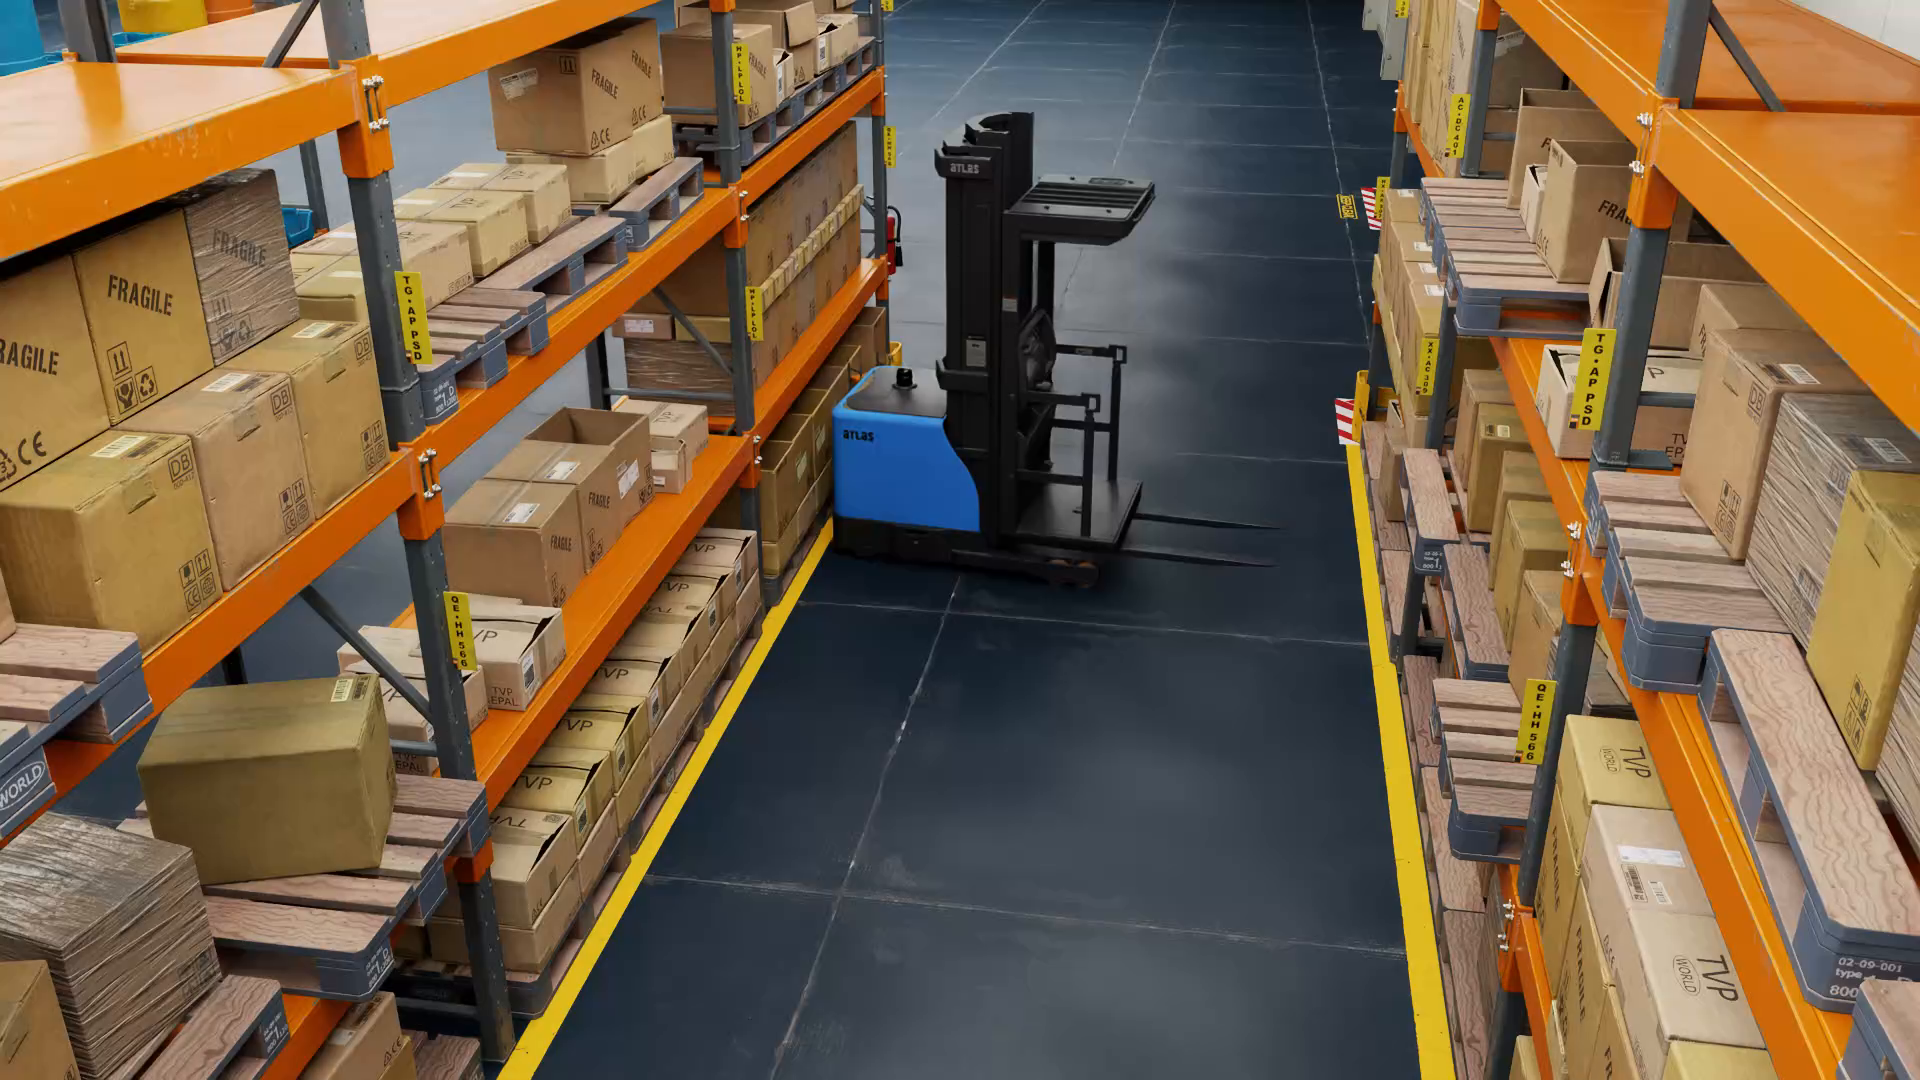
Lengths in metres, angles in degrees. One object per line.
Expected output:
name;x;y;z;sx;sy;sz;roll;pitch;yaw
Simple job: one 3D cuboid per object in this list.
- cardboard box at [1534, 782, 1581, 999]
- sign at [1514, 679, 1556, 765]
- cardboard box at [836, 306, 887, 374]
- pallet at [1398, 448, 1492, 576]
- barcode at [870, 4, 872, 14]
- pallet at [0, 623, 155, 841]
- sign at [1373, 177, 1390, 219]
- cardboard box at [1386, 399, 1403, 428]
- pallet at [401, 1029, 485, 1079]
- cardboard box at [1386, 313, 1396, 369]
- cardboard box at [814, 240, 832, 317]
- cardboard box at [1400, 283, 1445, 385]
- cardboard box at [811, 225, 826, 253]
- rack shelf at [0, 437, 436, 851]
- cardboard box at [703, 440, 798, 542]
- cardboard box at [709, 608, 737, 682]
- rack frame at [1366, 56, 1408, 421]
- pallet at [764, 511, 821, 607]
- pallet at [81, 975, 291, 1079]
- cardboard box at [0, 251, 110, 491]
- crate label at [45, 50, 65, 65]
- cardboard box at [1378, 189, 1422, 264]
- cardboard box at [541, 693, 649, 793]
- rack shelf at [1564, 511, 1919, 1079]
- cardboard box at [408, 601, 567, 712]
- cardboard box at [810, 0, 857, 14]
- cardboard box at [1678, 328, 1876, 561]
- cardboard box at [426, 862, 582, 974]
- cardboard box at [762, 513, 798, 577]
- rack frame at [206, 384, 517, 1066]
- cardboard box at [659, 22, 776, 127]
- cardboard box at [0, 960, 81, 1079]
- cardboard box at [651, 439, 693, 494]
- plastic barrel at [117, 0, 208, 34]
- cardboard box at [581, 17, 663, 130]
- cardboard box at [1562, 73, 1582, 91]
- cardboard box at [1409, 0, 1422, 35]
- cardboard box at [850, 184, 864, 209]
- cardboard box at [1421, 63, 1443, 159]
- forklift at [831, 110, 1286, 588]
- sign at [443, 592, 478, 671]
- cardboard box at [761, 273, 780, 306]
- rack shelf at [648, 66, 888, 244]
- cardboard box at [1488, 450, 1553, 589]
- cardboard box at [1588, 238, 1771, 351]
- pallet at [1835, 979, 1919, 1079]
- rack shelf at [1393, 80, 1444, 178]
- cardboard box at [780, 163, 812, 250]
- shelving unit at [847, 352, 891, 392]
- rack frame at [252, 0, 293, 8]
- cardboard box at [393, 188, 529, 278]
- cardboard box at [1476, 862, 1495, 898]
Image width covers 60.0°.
cardboard box;2.152;1.135;5.294;0.500;0.500;0.500;5;26;10
sign;1.947;0.617;5.622;0.100;0.325;0.005;4;25;9
cardboard box;-0.890;-1.588;13.469;0.500;0.500;0.500;4;25;9
pallet;2.869;-0.138;8.732;1.003;0.211;1.213;4;25;9
barcode;-0.670;-4.011;12.557;0.001;0.075;0.075;4;25;9
pallet;-2.715;0.495;3.838;1.213;0.211;1.003;4;25;9
sign;3.256;-2.637;12.824;0.100;0.325;0.005;4;25;9
cardboard box;3.590;-0.906;12.799;0.500;0.311;0.500;1;25;3
pallet;-2.563;2.370;6.439;1.003;0.211;1.213;4;25;9
cardboard box;3.154;-1.324;11.194;0.500;0.250;0.500;4;25;9
cardboard box;-1.353;-1.972;12.308;0.700;0.500;0.500;4;25;9
cardboard box;2.986;-1.243;10.137;0.500;0.500;0.500;4;25;8
cardboard box;-1.181;-2.173;11.971;0.380;0.149;0.250;5;25;10
rack shelf;-2.731;0.601;4.238;1.077;0.370;4.000;4;25;9
cardboard box;-1.365;-0.333;10.786;0.500;0.500;0.500;4;25;9
cardboard box;-1.616;0.584;9.712;0.500;0.250;0.500;4;25;8
rack frame;3.791;-2.207;12.927;1.000;3.000;0.127;4;25;9
pallet;-1.579;0.057;11.378;1.003;0.211;1.213;4;25;9
pallet;-2.717;1.698;4.811;1.003;0.211;1.213;4;25;9
cardboard box;-2.648;-0.451;4.340;0.500;0.500;0.500;4;25;9
crate label;-6.614;-3.425;12.166;0.502;0.251;0.408;4;25;9
cardboard box;3.417;-2.309;12.414;0.500;0.500;0.500;4;25;9
cardboard box;-1.865;0.966;8.234;0.500;0.311;0.500;3;25;7
rack shelf;2.157;0.942;3.509;1.077;0.370;4.000;4;25;9
cardboard box;-2.067;0.477;7.298;0.500;0.311;0.500;4;25;8
cardboard box;-1.194;-3.968;12.368;0.797;0.503;0.637;6;26;12
cardboard box;2.463;-0.261;4.595;0.700;0.500;0.500;2;25;4
cardboard box;-2.028;1.654;7.427;0.500;0.250;0.500;4;25;8
cardboard box;-1.375;0.006;10.946;0.500;0.250;0.500;4;25;9
rack frame;-2.404;0.797;6.509;1.000;3.000;0.127;4;25;9
cardboard box;-1.408;-2.726;9.718;0.500;0.500;0.500;6;26;13
cardboard box;-2.830;1.491;4.412;0.700;0.500;0.500;-2;25;-5
cardboard box;-1.713;-0.435;9.299;0.396;0.266;0.258;3;25;7
plastic barrel;-6.043;-4.042;12.591;0.600;0.588;0.600;0;25;0
cardboard box;-1.890;-2.441;8.686;0.500;0.500;0.500;4;25;9
cardboard box;3.500;-2.585;8.875;0.500;0.500;0.500;5;25;10
cardboard box;3.357;-3.722;11.305;0.500;0.500;0.500;4;25;8
cardboard box;-0.971;-2.715;13.129;0.380;0.149;0.250;4;25;8
cardboard box;3.125;-2.620;10.130;0.500;0.500;0.500;3;25;6
forklift;0.698;-1.259;10.982;3.031;2.935;1.130;6;26;13
sign;-1.867;0.342;6.208;0.100;0.325;0.005;4;25;9
cardboard box;-1.392;-1.637;10.825;0.380;0.149;0.250;4;25;8
rack shelf;-1.423;-2.745;11.387;1.077;0.370;4.000;4;25;9
cardboard box;2.846;-0.057;7.698;0.700;0.500;0.500;8;26;16
cardboard box;2.787;-0.811;6.261;0.797;0.503;0.637;8;26;16
pallet;1.931;1.153;2.436;0.805;0.209;1.217;3;25;6
rack shelf;3.465;-2.403;10.657;1.077;0.370;4.000;4;25;9
cardboard box;-1.438;-2.324;11.529;0.700;0.500;0.500;4;25;9
shelving unit;-0.644;-0.838;12.285;0.252;1.050;0.215;-15;25;-29
rack frame;-5.982;-5.611;13.122;1.000;3.000;0.127;4;25;9
cardboard box;-2.213;-1.336;7.210;0.500;0.250;0.500;4;25;7
cardboard box;2.802;1.350;7.758;0.700;0.500;0.500;4;25;8
